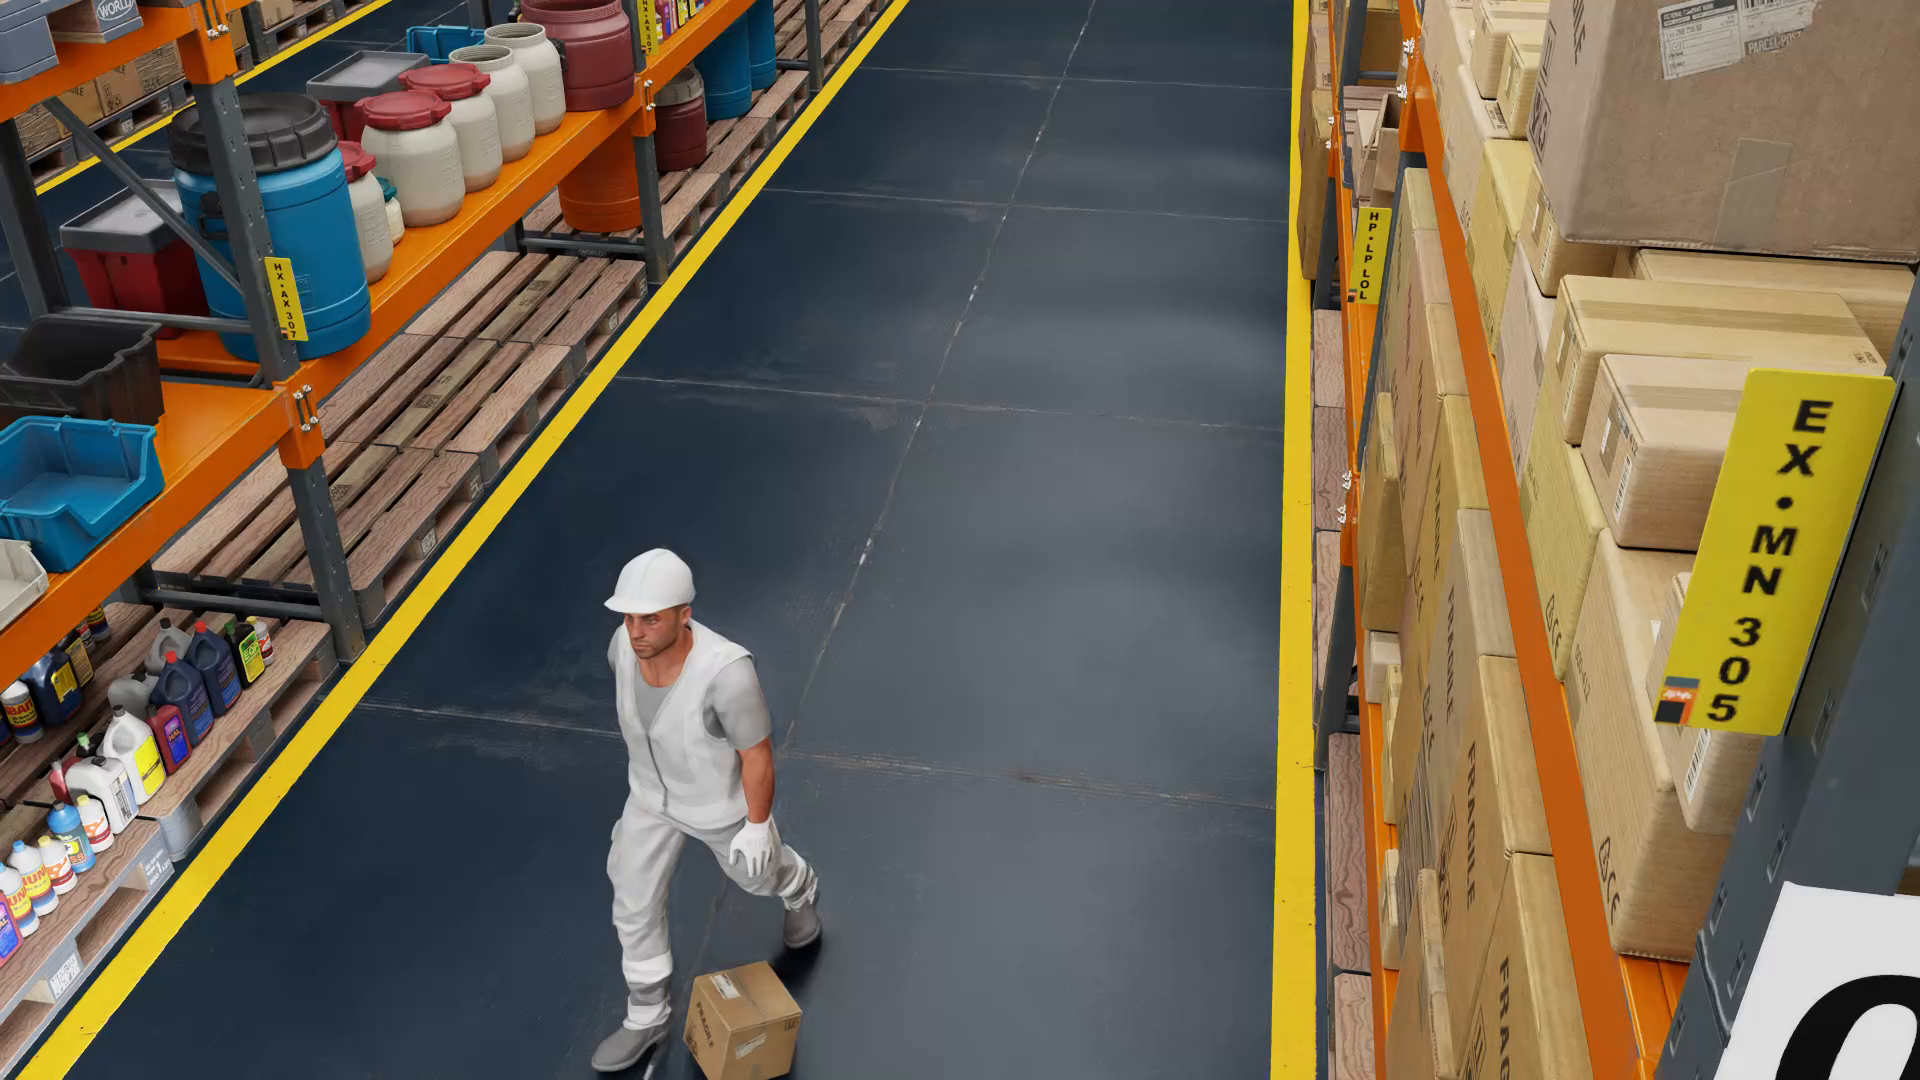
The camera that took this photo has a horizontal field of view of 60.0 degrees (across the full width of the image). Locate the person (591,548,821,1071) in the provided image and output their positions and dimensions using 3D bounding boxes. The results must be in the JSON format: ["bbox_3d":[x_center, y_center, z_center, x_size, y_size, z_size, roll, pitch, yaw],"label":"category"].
[{"bbox_3d":[-0.763,0.743,4.953,0.567,1.748,0.962,14,35,22],"label":"person"}]
